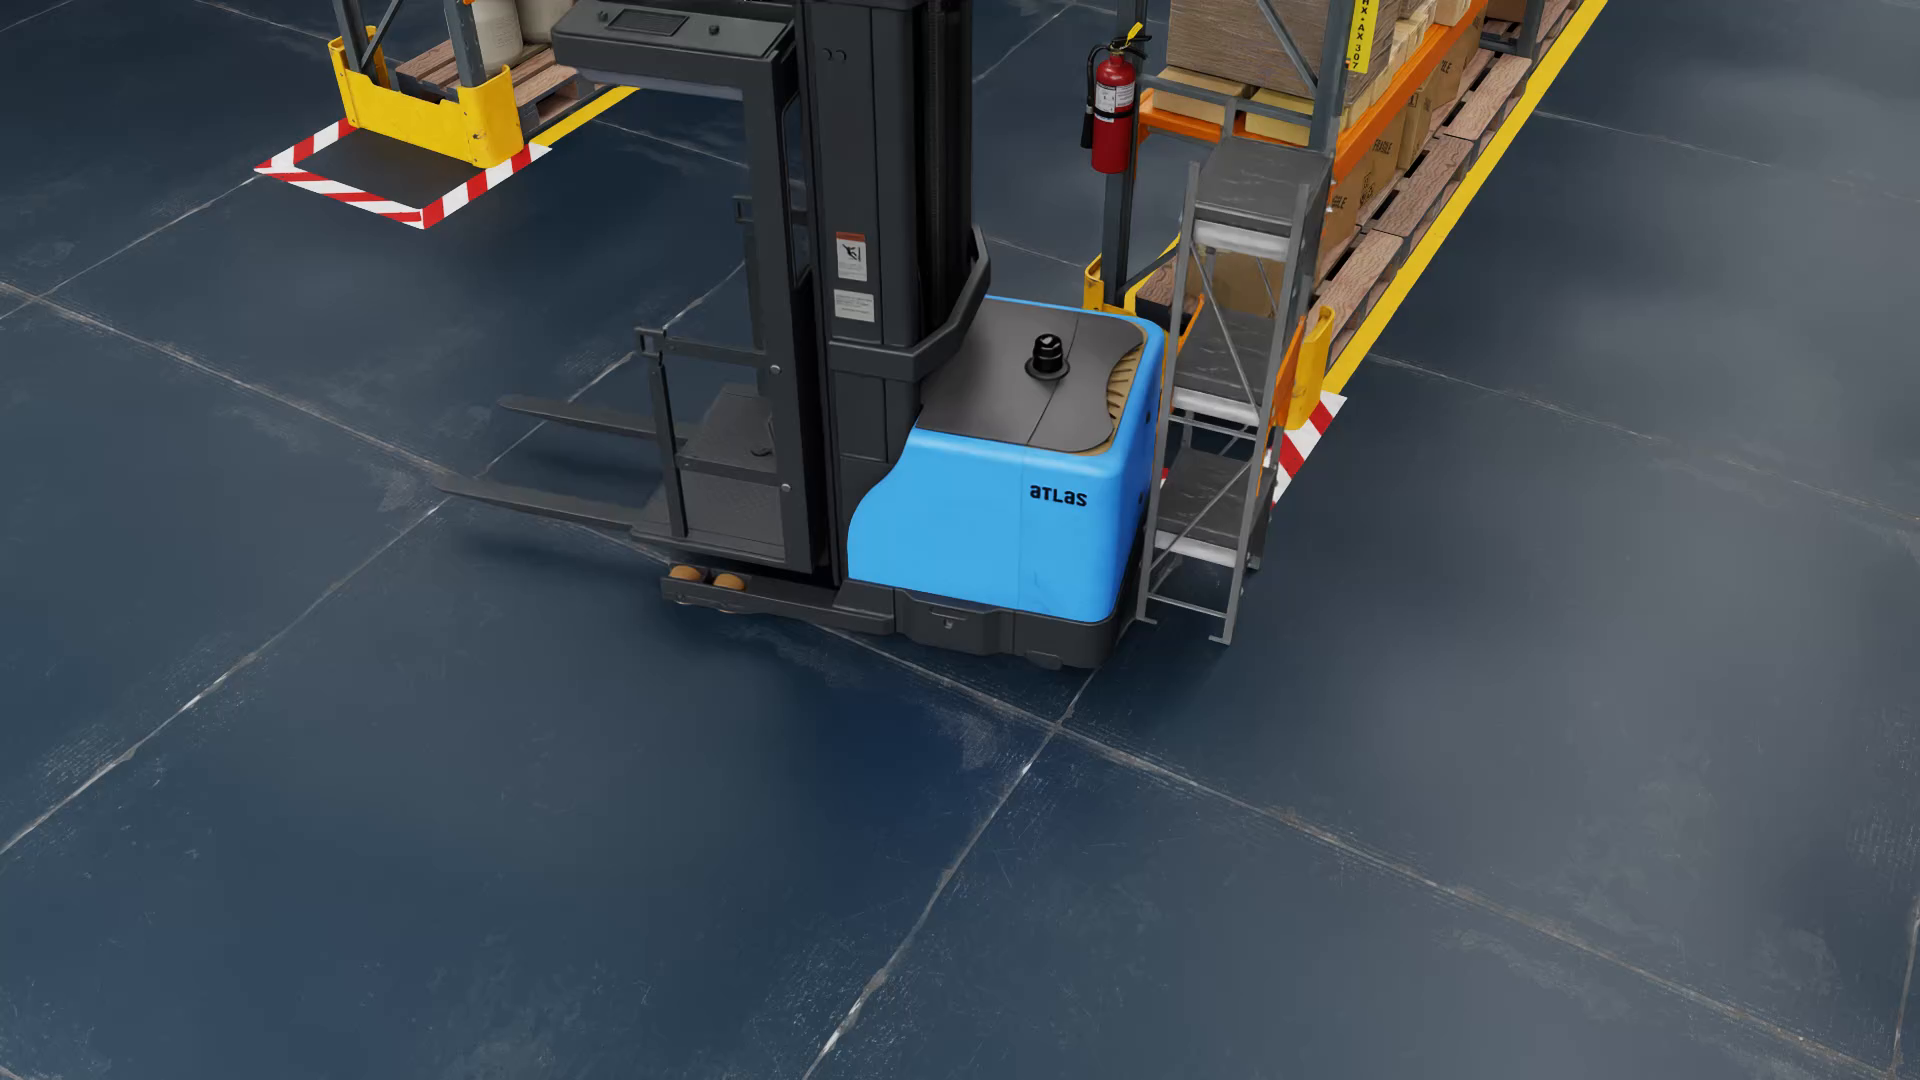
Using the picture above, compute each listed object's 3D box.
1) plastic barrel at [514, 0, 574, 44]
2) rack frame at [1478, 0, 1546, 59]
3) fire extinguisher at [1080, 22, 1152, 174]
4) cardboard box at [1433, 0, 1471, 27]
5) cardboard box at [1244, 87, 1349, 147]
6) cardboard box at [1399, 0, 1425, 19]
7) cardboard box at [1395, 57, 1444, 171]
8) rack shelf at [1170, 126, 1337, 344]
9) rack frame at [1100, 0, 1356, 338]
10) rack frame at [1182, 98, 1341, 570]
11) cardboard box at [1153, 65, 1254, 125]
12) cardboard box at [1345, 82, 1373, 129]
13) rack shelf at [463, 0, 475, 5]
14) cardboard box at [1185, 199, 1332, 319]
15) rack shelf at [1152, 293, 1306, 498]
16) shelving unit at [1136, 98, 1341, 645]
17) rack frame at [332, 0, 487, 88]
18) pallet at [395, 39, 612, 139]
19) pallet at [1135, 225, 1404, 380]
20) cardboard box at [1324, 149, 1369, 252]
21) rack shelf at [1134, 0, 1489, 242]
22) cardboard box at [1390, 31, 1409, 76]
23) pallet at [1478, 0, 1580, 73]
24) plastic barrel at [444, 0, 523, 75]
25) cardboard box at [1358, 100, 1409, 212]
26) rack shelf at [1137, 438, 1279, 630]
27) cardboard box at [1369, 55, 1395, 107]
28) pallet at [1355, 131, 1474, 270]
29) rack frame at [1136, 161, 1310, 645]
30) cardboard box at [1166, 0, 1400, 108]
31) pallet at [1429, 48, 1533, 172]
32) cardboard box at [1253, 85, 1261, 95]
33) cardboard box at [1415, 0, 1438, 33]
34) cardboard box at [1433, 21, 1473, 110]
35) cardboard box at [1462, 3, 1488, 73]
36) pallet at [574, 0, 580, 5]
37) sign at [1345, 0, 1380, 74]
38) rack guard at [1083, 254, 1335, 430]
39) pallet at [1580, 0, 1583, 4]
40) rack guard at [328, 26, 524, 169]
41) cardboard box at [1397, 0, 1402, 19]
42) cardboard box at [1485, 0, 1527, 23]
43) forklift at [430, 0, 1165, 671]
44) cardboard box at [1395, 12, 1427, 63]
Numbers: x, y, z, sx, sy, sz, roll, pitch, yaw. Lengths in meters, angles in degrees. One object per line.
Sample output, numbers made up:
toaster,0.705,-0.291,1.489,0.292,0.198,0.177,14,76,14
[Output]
plastic barrel,-2.646,-3.425,10.435,0.421,0.512,0.421,0,41,0
rack frame,3.129,-4.163,9.708,1.000,3.000,0.127,21,45,22
fire extinguisher,0.672,-1.932,7.233,0.296,0.674,0.183,21,45,22
cardboard box,2.311,-2.691,8.226,0.380,0.149,0.250,21,45,22
cardboard box,1.477,-1.865,7.288,0.380,0.149,0.250,21,45,22
cardboard box,1.861,-2.927,8.003,0.875,0.500,0.500,21,45,22
cardboard box,2.372,-2.456,9.343,0.500,0.500,0.500,17,44,18
rack shelf,1.027,-1.073,5.836,0.431,0.518,0.480,15,44,15
rack frame,1.128,-1.875,7.109,1.000,3.000,0.127,21,45,22
rack frame,1.107,-0.711,6.463,0.400,2.100,0.015,15,44,15
cardboard box,1.092,-2.012,7.455,0.380,0.149,0.250,21,45,22
cardboard box,1.619,-2.001,7.443,0.380,0.149,0.250,21,45,22
rack shelf,-2.160,-4.387,10.506,1.077,0.370,4.000,21,45,22
cardboard box,1.455,-1.446,8.196,0.500,0.500,0.500,30,49,29
rack shelf,1.017,-0.550,6.302,0.431,0.518,0.480,15,44,15
shelving unit,1.018,-0.561,6.293,0.431,2.100,0.503,15,44,15
rack frame,-3.160,-3.513,8.969,1.000,3.000,0.127,21,45,22
pallet,-2.752,-2.988,10.484,1.003,0.211,1.213,21,45,22
pallet,1.603,-1.325,8.595,1.003,0.211,1.213,21,45,22
cardboard box,1.724,-1.799,8.597,0.500,0.500,0.500,-33,51,-32
rack shelf,2.129,-2.749,8.646,1.077,0.370,4.000,21,45,22
cardboard box,1.864,-2.289,7.770,0.380,0.149,0.250,21,45,22
pallet,3.518,-3.563,11.136,1.003,0.211,1.213,21,45,22
plastic barrel,-2.897,-3.138,10.109,0.421,0.512,0.421,0,41,0
cardboard box,2.054,-2.151,8.997,0.500,0.500,0.500,25,47,26
rack shelf,1.007,-0.028,6.767,0.431,0.518,0.480,15,44,15
cardboard box,1.757,-2.139,7.600,0.380,0.149,0.250,21,45,22
pallet,2.214,-2.020,9.384,1.003,0.211,1.213,21,45,22
rack frame,0.929,-0.410,6.122,0.400,2.100,0.015,15,44,15
cardboard box,1.427,-2.329,7.325,0.875,0.500,0.500,21,45,22
pallet,2.824,-2.721,10.180,1.003,0.211,1.213,21,45,22
cardboard box,1.217,-2.154,7.617,0.380,0.149,0.250,21,45,22
cardboard box,2.097,-2.582,8.102,0.380,0.149,0.250,21,45,22
cardboard box,2.615,-2.837,9.776,0.500,0.500,0.500,-30,50,-30
cardboard box,2.895,-3.167,10.151,0.500,0.500,0.500,20,45,21
pallet,-2.141,-3.684,11.273,1.003,0.211,1.213,21,45,22
sign,1.598,-2.020,6.619,0.100,0.325,0.005,21,45,22
rack guard,1.166,-0.980,7.985,1.175,0.500,0.348,21,45,22
pallet,4.127,-4.264,11.932,1.003,0.211,1.213,21,45,22
rack guard,-3.163,-2.634,9.862,1.175,0.500,0.348,21,45,22
cardboard box,1.573,-2.655,7.695,0.875,0.500,0.500,21,45,22
cardboard box,3.455,-3.735,10.780,0.700,0.500,0.500,18,44,19
forklift,-0.745,-1.120,6.305,3.031,2.935,1.130,10,42,11
cardboard box,1.995,-2.430,7.930,0.380,0.149,0.250,21,45,22
